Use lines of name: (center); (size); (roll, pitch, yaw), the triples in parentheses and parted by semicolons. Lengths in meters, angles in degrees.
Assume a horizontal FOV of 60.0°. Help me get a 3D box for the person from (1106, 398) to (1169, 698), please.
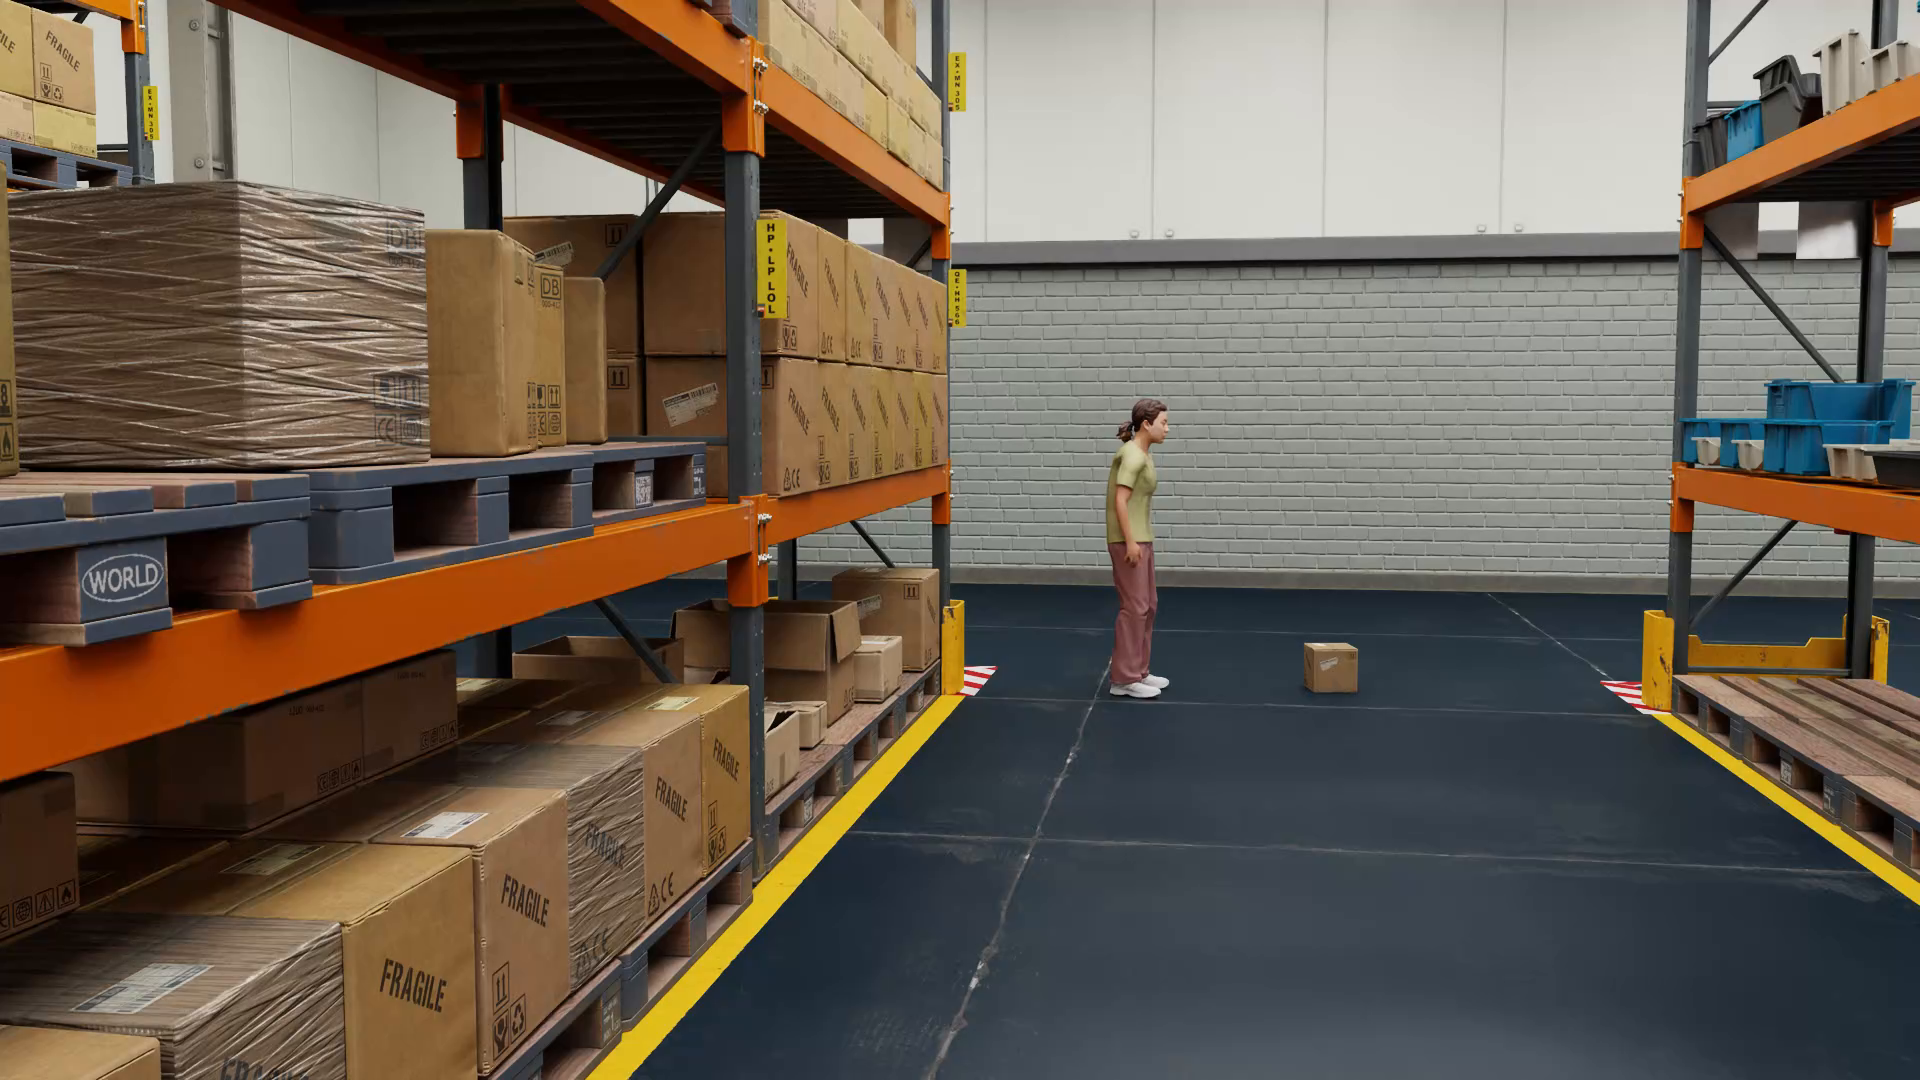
person: (1.010, 0.032, 9.460); (0.352, 1.672, 0.503); (1, 5, 16)
